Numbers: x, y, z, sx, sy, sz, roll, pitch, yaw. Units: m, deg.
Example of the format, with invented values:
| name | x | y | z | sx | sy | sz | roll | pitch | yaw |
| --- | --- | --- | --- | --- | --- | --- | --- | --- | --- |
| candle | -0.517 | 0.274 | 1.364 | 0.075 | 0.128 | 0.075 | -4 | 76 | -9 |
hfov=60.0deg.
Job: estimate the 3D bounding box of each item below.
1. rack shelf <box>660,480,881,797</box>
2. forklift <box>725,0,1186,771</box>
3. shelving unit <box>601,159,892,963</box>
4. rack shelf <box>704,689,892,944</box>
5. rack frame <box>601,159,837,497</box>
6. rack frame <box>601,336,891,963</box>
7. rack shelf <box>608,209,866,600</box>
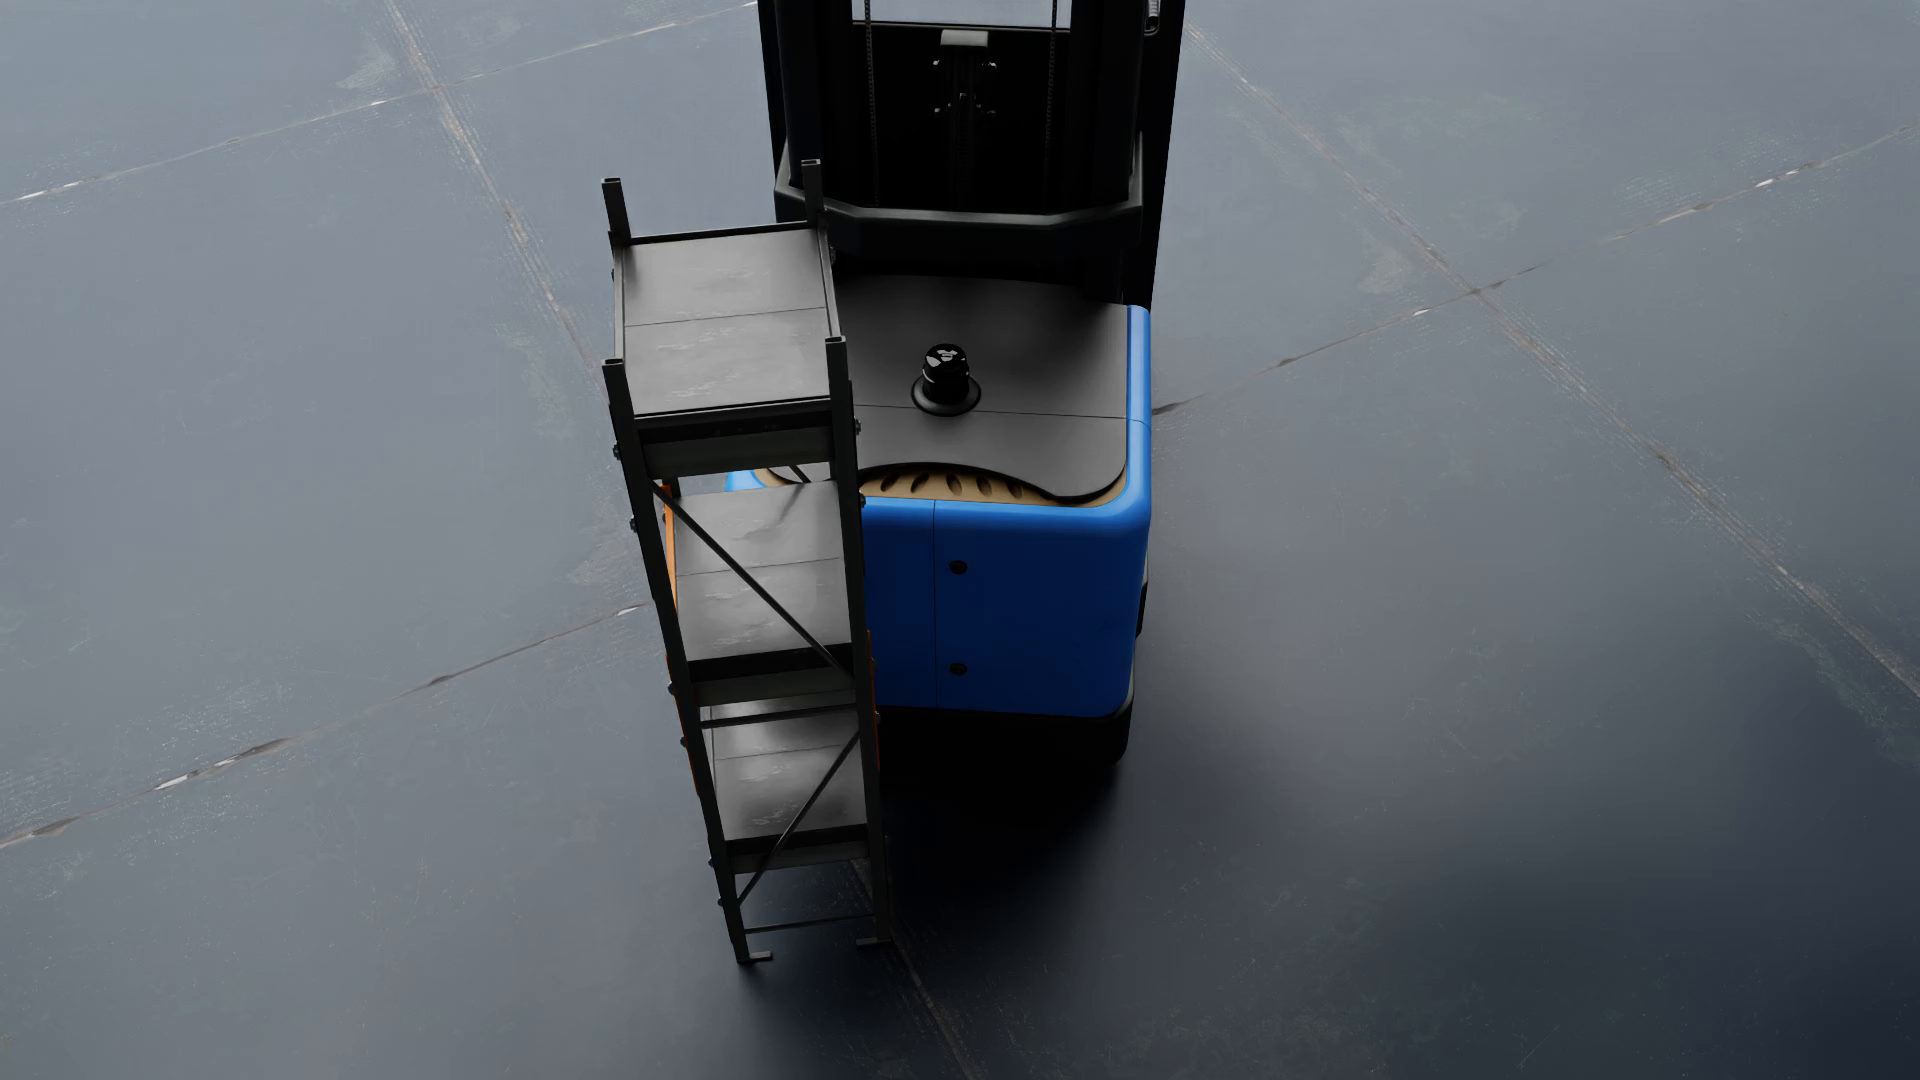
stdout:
| name | x | y | z | sx | sy | sz | roll | pitch | yaw |
| --- | --- | --- | --- | --- | --- | --- | --- | --- | --- |
| rack shelf | -0.418 | 0.203 | 3.693 | 0.431 | 0.518 | 0.480 | -6 | 49 | -5 |
| forklift | 0.045 | -1.437 | 4.560 | 1.130 | 2.935 | 3.031 | 3 | 49 | 3 |
| shelving unit | -0.418 | 0.194 | 3.683 | 0.431 | 2.100 | 0.503 | -6 | 49 | -5 |
| rack shelf | -0.415 | 0.662 | 4.222 | 0.431 | 0.518 | 0.480 | -6 | 49 | -5 |
| rack frame | -0.452 | 0.012 | 3.841 | 0.400 | 2.100 | 0.015 | -6 | 49 | -5 |
| rack frame | -0.383 | 0.377 | 3.524 | 0.400 | 2.100 | 0.015 | -6 | 49 | -5 |
| rack shelf | -0.420 | -0.256 | 3.164 | 0.431 | 0.518 | 0.480 | -6 | 49 | -5 |
